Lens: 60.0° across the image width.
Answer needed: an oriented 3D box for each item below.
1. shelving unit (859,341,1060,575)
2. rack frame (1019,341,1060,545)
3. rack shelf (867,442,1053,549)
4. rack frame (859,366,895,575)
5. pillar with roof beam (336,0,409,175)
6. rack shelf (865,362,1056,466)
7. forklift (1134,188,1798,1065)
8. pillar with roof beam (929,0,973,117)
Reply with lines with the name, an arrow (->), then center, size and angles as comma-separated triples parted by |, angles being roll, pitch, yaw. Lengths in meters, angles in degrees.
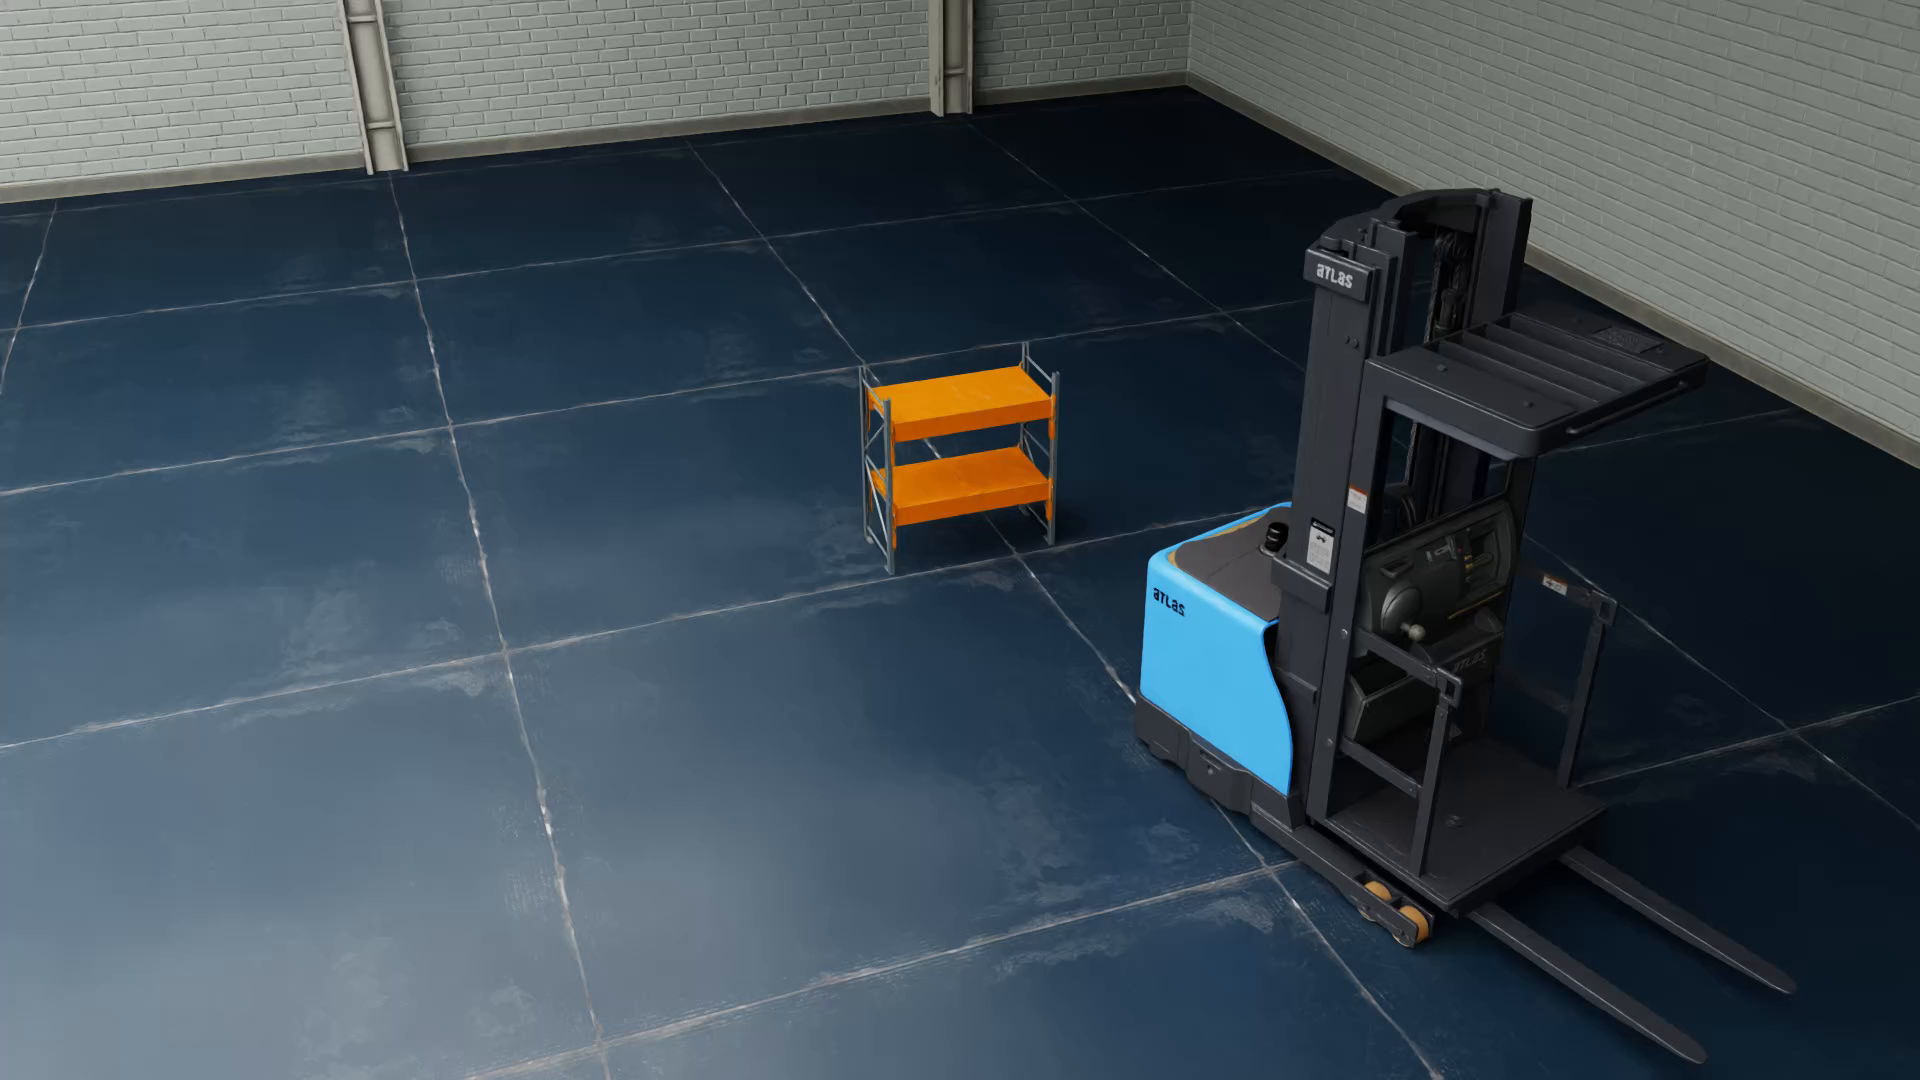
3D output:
shelving unit -> -0.006, -0.488, 9.820 | 1.048, 1.125, 0.538 | -10, 31, -18
rack frame -> 0.470, -0.575, 9.974 | 0.032, 1.125, 0.500 | -10, 31, -18
rack shelf -> -0.006, -0.275, 9.941 | 1.000, 0.278, 0.538 | -10, 31, -18
rack frame -> -0.483, -0.400, 9.666 | 0.032, 1.125, 0.500 | -10, 31, -18
pillar with roof beam -> -4.219, -5.627, 10.887 | 0.400, 9.000, 9.100 | -10, 31, -18
rack shelf -> -0.006, -0.742, 9.675 | 1.000, 0.278, 0.538 | -10, 31, -18
forklift -> 2.144, 0.177, 6.829 | 1.130, 2.935, 3.031 | -20, 35, -31
pillar with roof beam -> 1.404, -6.663, 12.705 | 0.400, 9.000, 9.100 | -10, 31, -18
